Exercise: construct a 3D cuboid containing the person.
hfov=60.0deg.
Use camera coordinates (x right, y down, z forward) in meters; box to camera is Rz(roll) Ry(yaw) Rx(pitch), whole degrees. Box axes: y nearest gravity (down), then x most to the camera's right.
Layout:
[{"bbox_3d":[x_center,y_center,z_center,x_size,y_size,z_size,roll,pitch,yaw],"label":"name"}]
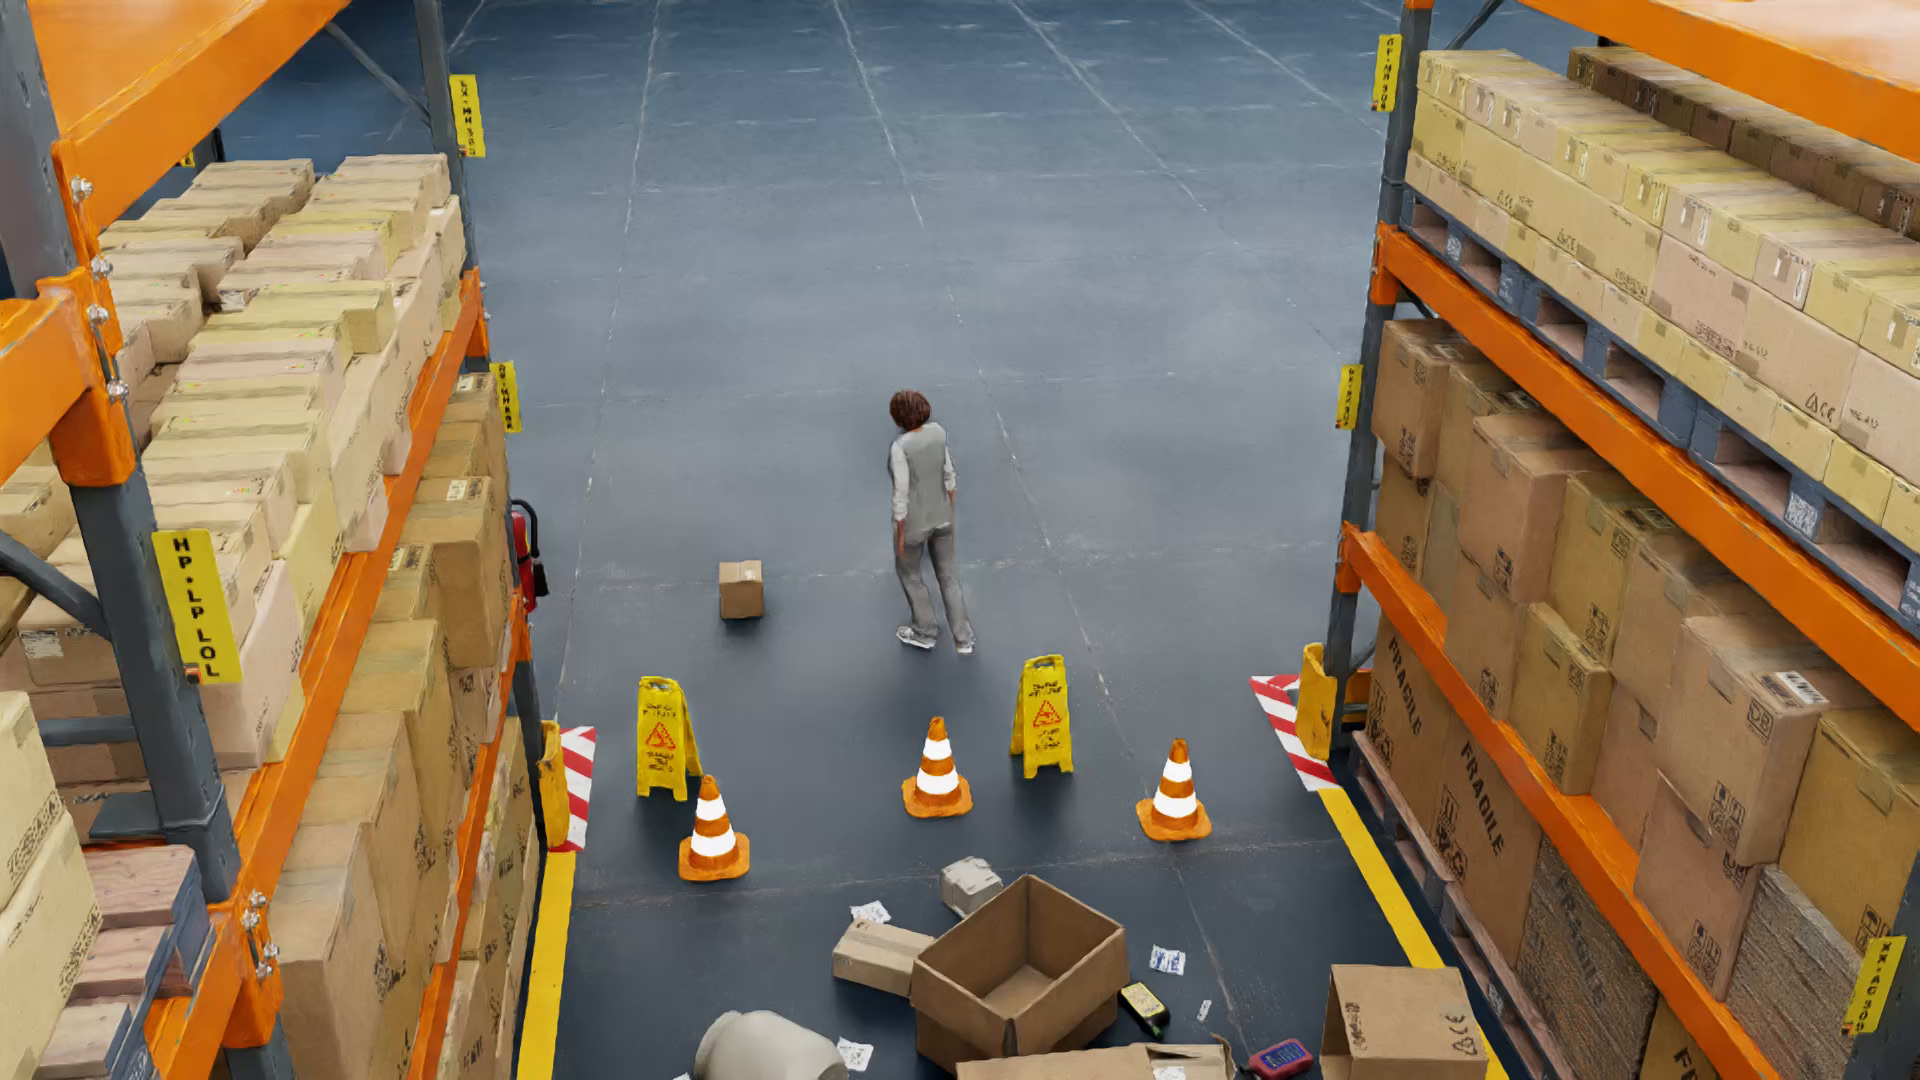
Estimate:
[{"bbox_3d":[-0.160,-0.080,9.251,0.467,1.586,0.499,-21,34,-34],"label":"person"}]
